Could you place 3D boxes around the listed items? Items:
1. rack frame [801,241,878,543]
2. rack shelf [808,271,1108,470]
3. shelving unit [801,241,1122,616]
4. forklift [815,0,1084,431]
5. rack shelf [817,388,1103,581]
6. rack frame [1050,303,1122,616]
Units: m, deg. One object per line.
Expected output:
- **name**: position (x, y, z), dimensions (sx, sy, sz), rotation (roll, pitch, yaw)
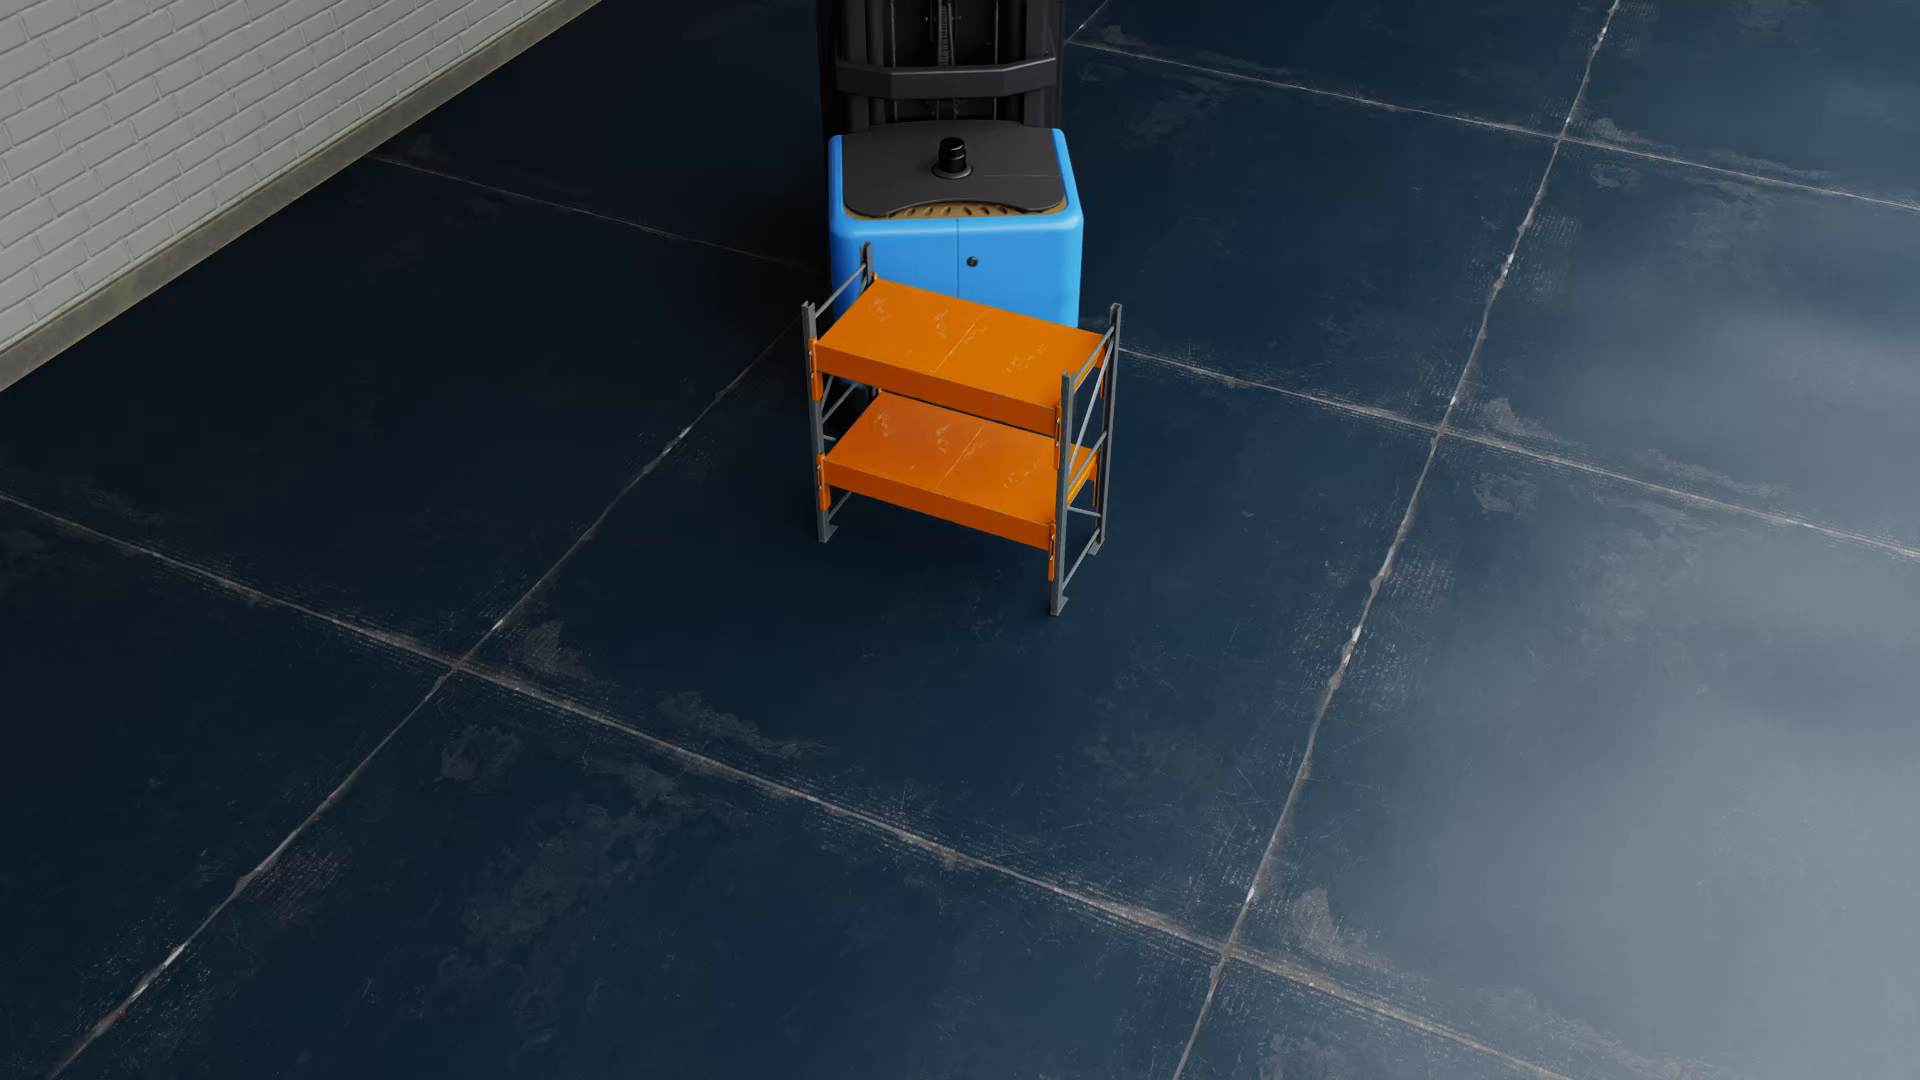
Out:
- **rack frame**: position (-0.455, -0.564, 6.542), dimensions (0.032, 1.125, 0.500), rotation (17, 44, 19)
- **rack shelf**: position (0.006, -0.644, 6.188), dimensions (1.000, 0.278, 0.538), rotation (17, 44, 19)
- **shelving unit**: position (0.006, -0.423, 6.379), dimensions (1.048, 1.125, 0.538), rotation (17, 44, 19)
- **forklift**: position (-0.102, -2.518, 7.417), dimensions (1.130, 2.935, 3.031), rotation (-2, 41, -3)
- **rack shelf**: position (0.006, -0.238, 6.540), dimensions (1.000, 0.278, 0.538), rotation (17, 44, 19)
- **rack frame**: position (0.467, -0.282, 6.217), dimensions (0.032, 1.125, 0.500), rotation (17, 44, 19)
